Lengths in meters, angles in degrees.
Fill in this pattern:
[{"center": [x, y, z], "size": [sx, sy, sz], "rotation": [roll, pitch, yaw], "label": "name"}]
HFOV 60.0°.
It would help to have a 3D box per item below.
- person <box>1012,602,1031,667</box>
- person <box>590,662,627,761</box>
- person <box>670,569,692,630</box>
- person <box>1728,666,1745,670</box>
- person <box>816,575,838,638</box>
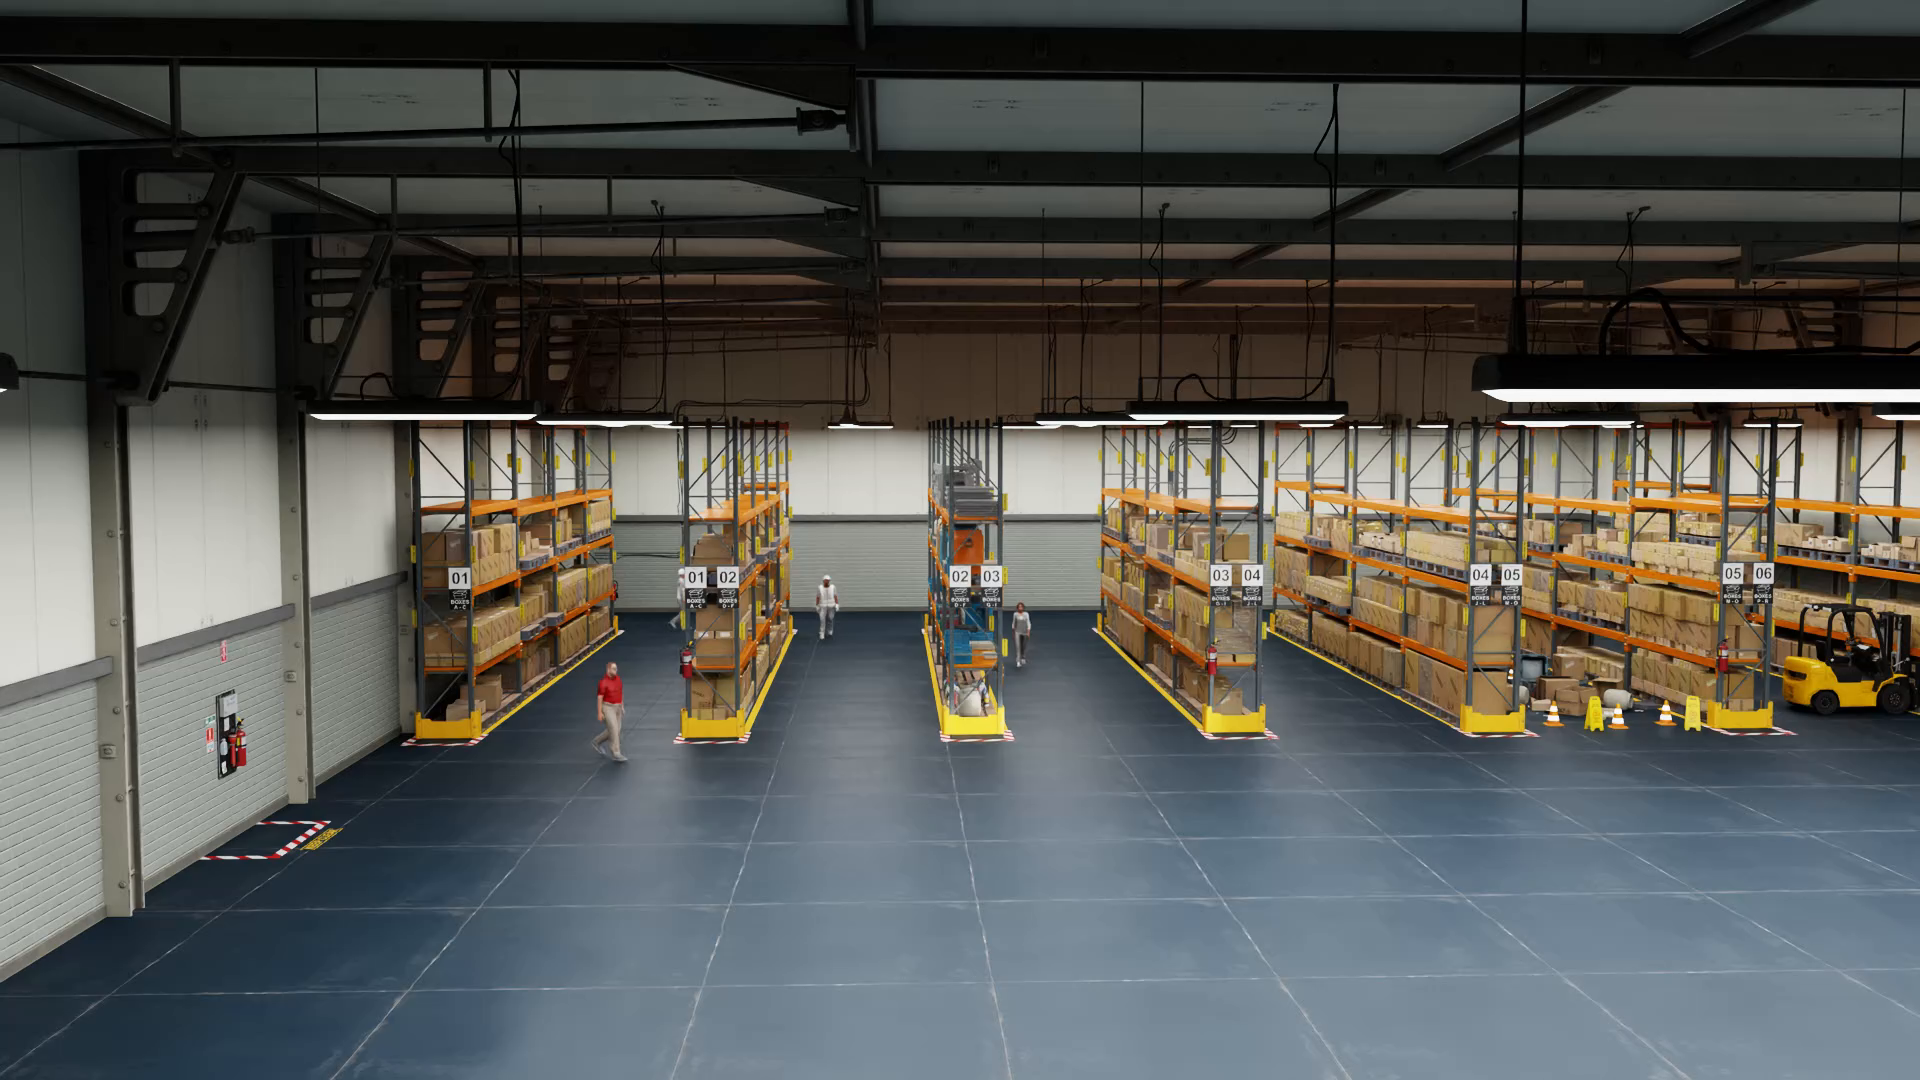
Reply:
[{"center": [1.499, 2.289, 40.400], "size": [0.435, 1.552, 0.914], "rotation": [0, 4, -1], "label": "person"}, {"center": [-6.118, 2.966, 29.070], "size": [0.911, 1.692, 0.591], "rotation": [2, 4, 25], "label": "person"}, {"center": [-8.032, 1.711, 47.749], "size": [0.683, 1.770, 0.556], "rotation": [-1, 4, -18], "label": "person"}, {"center": [16.806, 2.539, 36.081], "size": [0.639, 1.671, 0.809], "rotation": [0, 4, -1], "label": "person"}, {"center": [-3.675, 1.830, 46.024], "size": [0.618, 1.711, 1.087], "rotation": [0, 4, -6], "label": "person"}]
